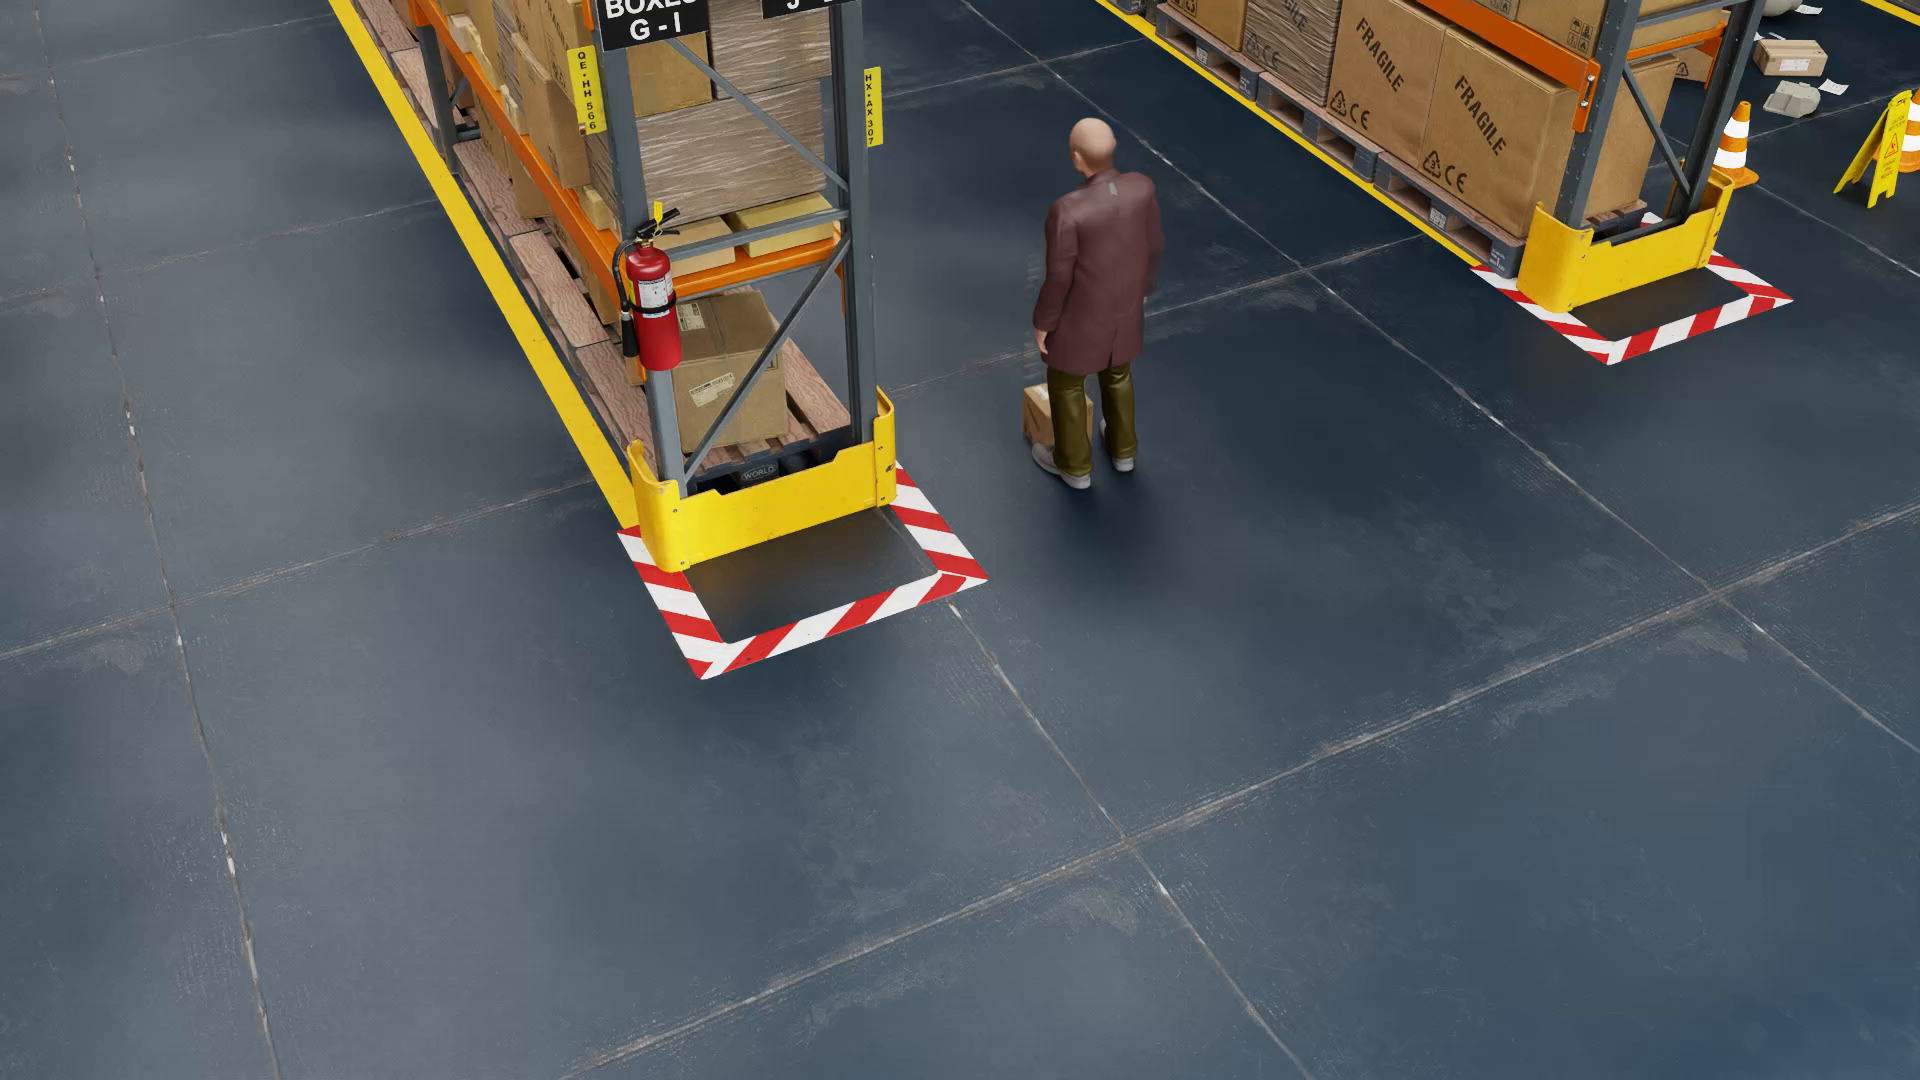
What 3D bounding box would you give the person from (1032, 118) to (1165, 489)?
[{"bbox_3d":[0.592,-1.026,7.363,0.640,1.772,0.428,-21,45,-23],"label":"person"}]
